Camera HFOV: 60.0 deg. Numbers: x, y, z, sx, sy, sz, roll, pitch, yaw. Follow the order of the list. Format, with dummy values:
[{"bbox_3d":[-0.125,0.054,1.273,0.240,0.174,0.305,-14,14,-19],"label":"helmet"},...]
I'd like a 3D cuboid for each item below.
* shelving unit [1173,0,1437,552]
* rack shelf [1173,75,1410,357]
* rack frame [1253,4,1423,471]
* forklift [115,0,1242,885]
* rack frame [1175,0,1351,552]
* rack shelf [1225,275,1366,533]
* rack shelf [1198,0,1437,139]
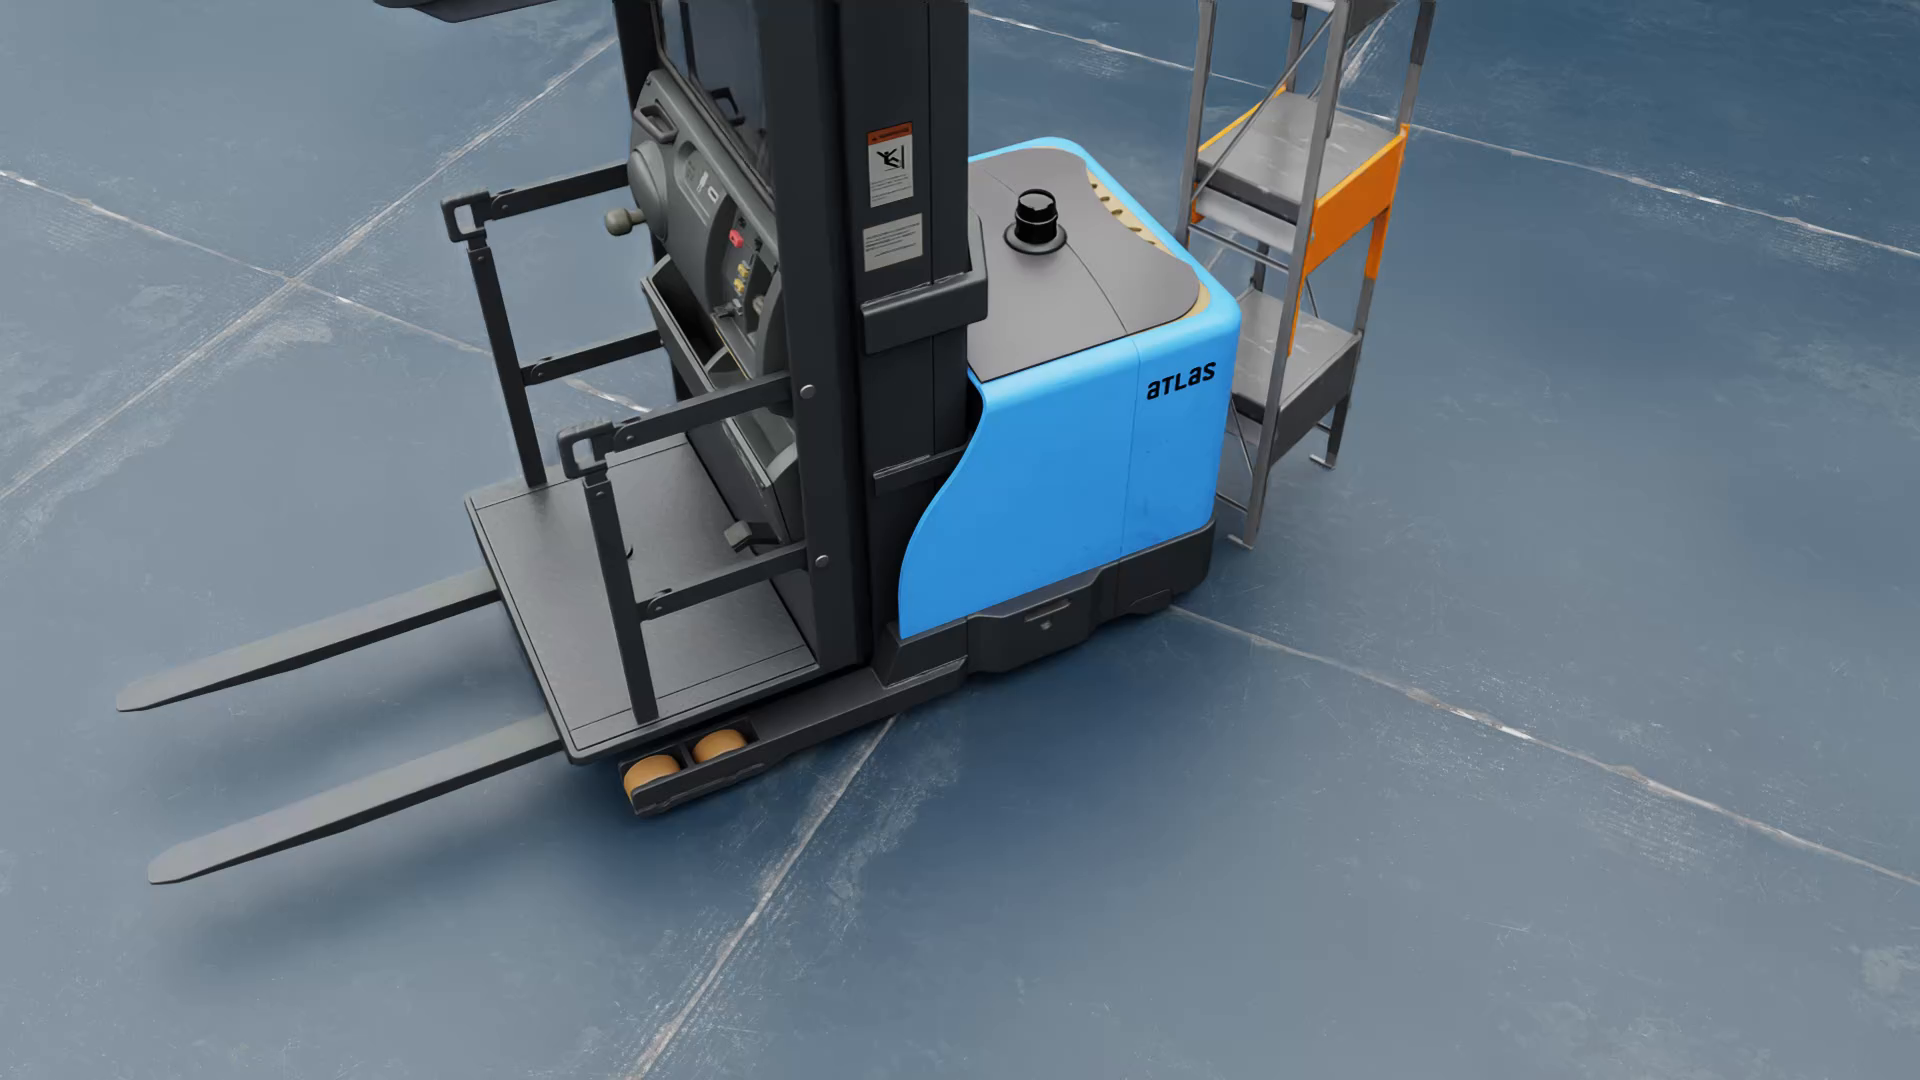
[{"bbox_3d":[0.921,-0.930,4.693,0.431,2.100,0.503,31,53,27],"label":"shelving unit"},{"bbox_3d":[0.921,-0.920,4.702,0.431,0.518,0.480,31,53,27],"label":"rack shelf"},{"bbox_3d":[1.079,-1.062,4.823,0.400,2.100,0.015,31,53,27],"label":"rack frame"},{"bbox_3d":[-0.794,-0.720,3.900,3.031,2.935,1.130,-20,49,-18],"label":"forklift"},{"bbox_3d":[0.764,-0.797,4.562,0.400,2.100,0.015,31,53,27],"label":"rack frame"},{"bbox_3d":[0.921,-0.428,5.200,0.431,0.518,0.480,31,53,27],"label":"rack shelf"},{"bbox_3d":[0.921,-1.412,4.204,0.431,0.518,0.480,31,53,27],"label":"rack shelf"}]
